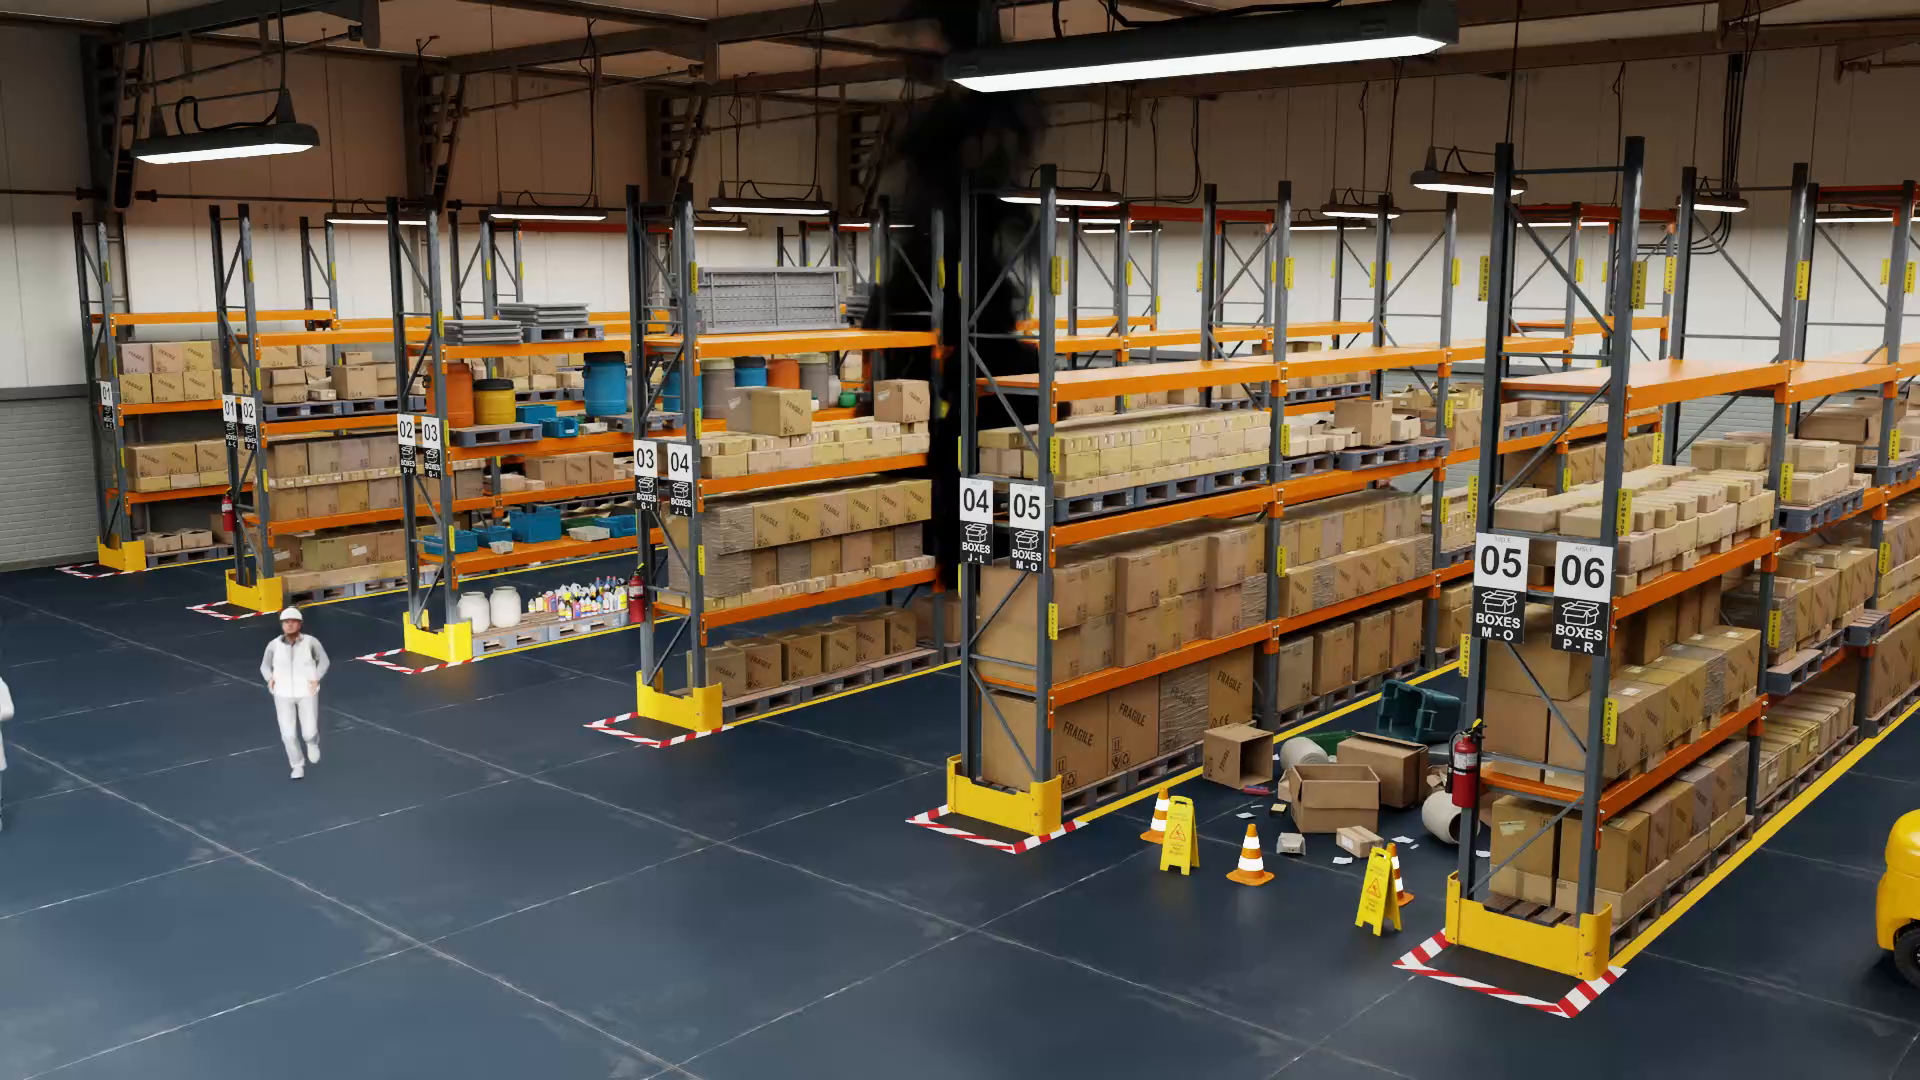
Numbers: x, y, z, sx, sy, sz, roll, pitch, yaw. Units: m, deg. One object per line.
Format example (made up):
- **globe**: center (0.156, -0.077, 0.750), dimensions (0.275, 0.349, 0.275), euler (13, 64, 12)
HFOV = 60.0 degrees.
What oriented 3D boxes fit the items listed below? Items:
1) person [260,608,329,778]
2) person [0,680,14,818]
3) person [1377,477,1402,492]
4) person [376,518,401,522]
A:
- **person**: center (-6.728, 1.539, 16.838), dimensions (0.656, 1.722, 0.607), euler (-3, 10, -15)
- **person**: center (-8.702, 1.864, 14.675), dimensions (0.677, 1.837, 0.903), euler (-5, 11, -29)
- **person**: center (7.096, -0.280, 27.779), dimensions (0.625, 1.706, 0.768), euler (7, 12, 36)
- **person**: center (-9.903, -0.473, 28.788), dimensions (0.659, 1.736, 0.677), euler (5, 11, 28)
